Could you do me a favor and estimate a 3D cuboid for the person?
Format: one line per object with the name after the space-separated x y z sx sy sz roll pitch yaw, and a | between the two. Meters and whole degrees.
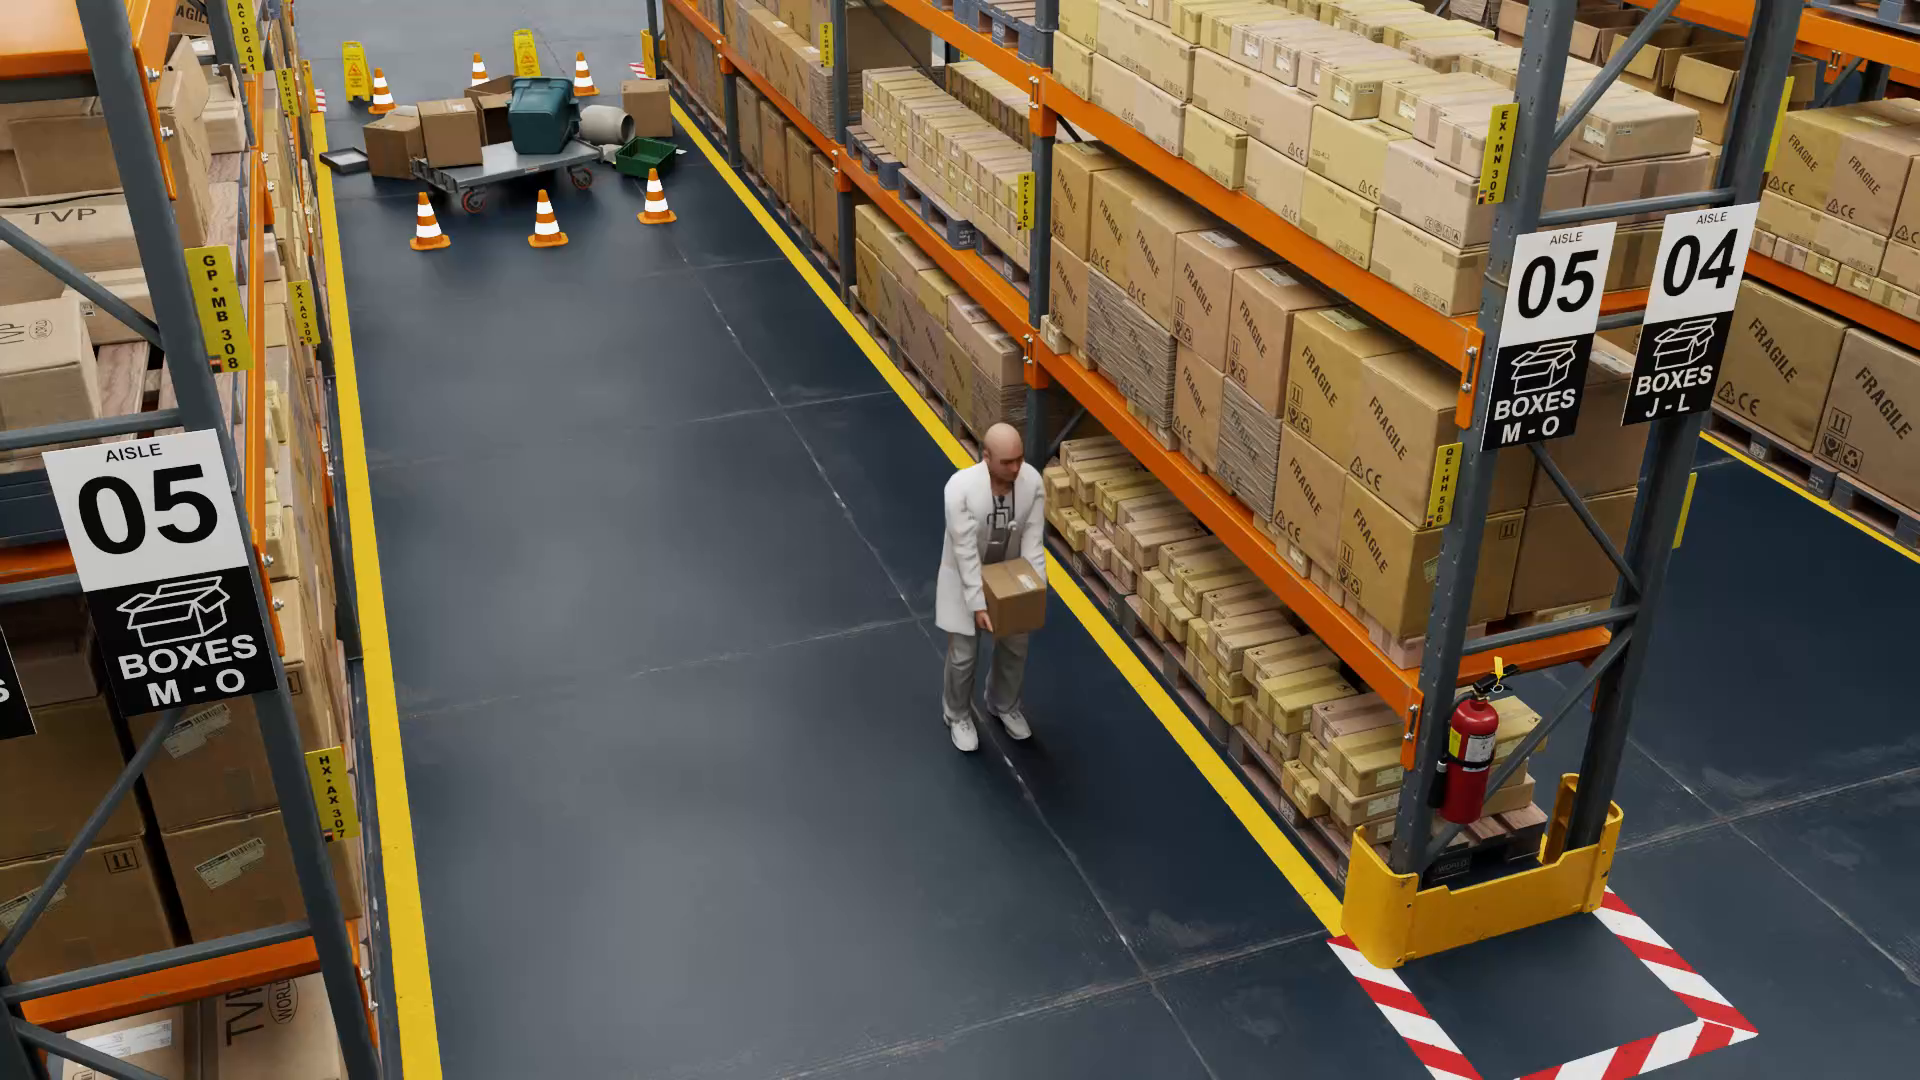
0.159 0.236 7.977 0.534 1.757 0.594 -11 31 -19 | person
